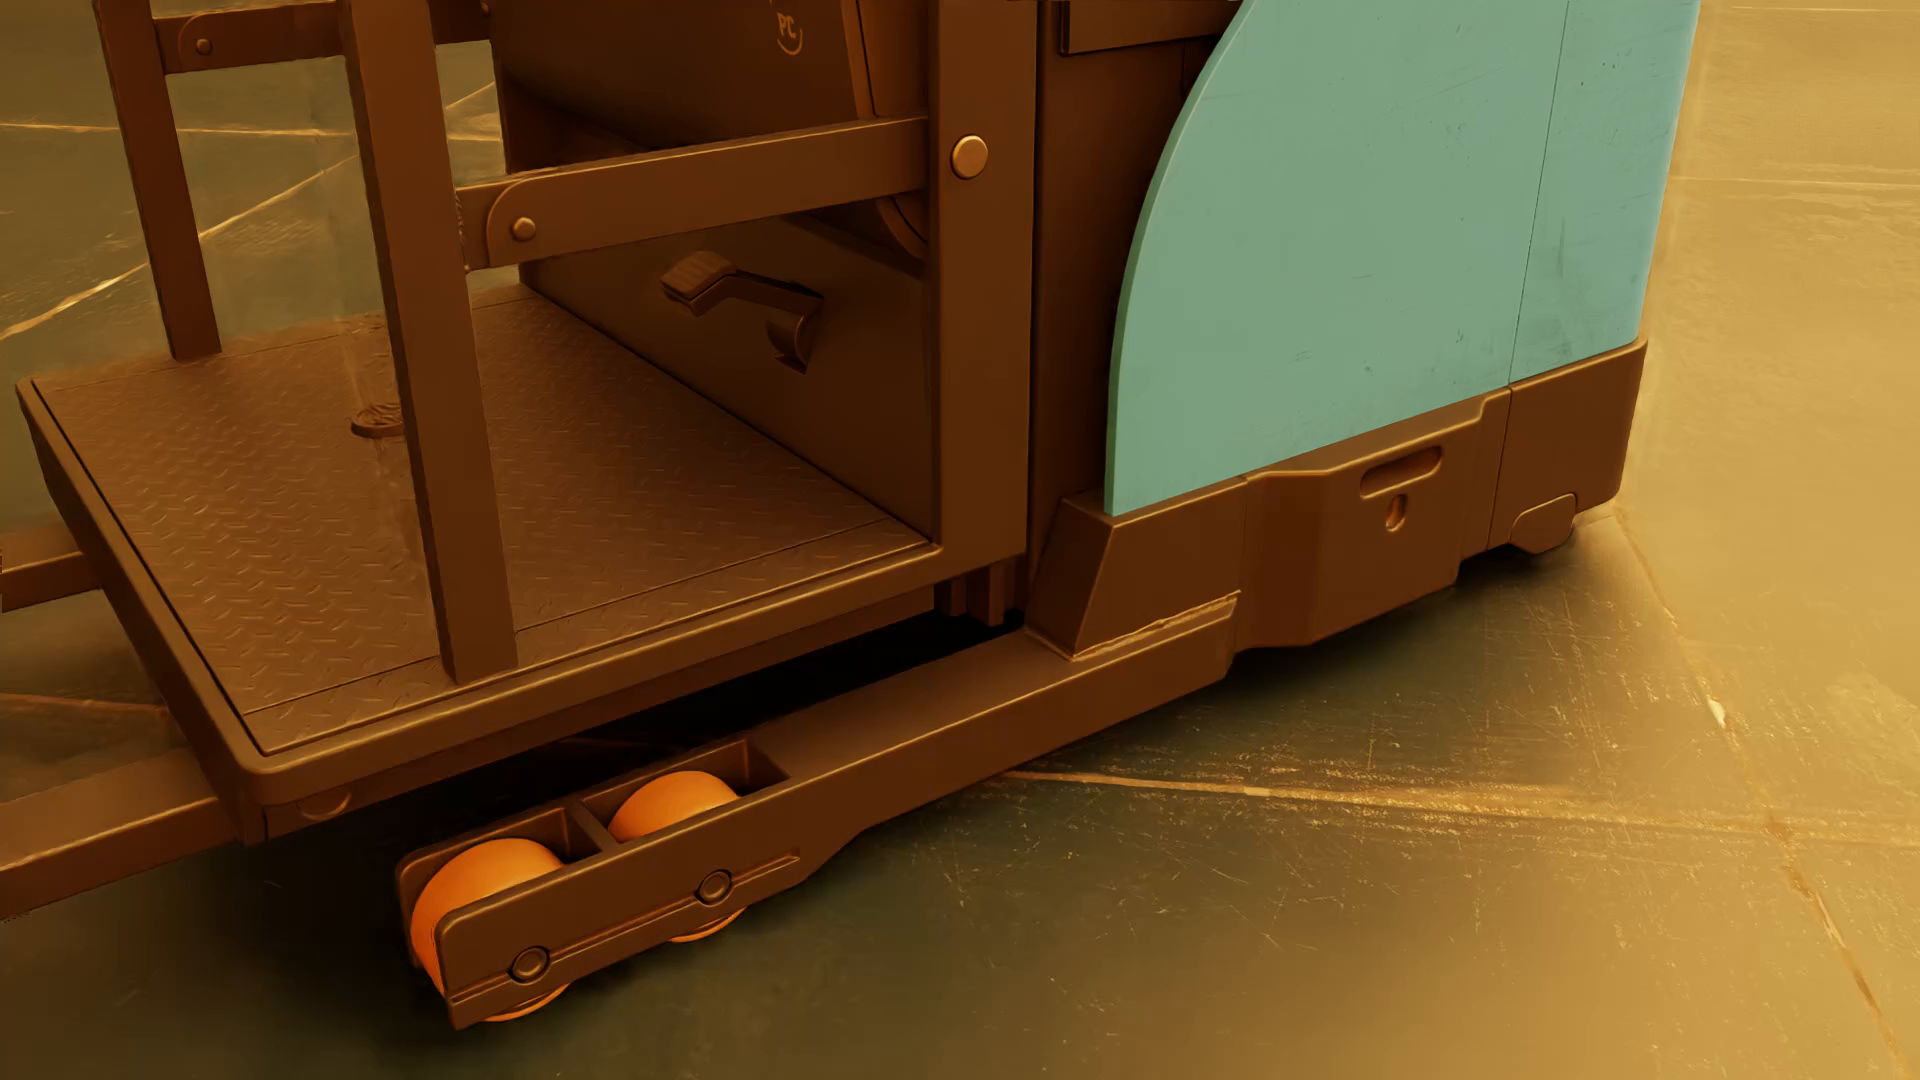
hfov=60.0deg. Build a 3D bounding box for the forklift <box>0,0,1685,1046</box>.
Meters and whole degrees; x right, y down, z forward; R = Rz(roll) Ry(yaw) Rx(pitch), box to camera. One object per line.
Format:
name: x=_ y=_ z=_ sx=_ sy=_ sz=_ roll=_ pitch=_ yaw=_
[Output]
forklift: x=-0.481 y=-1.114 z=1.449 sx=3.031 sy=2.935 sz=1.130 roll=-19 pitch=32 yaw=-34
